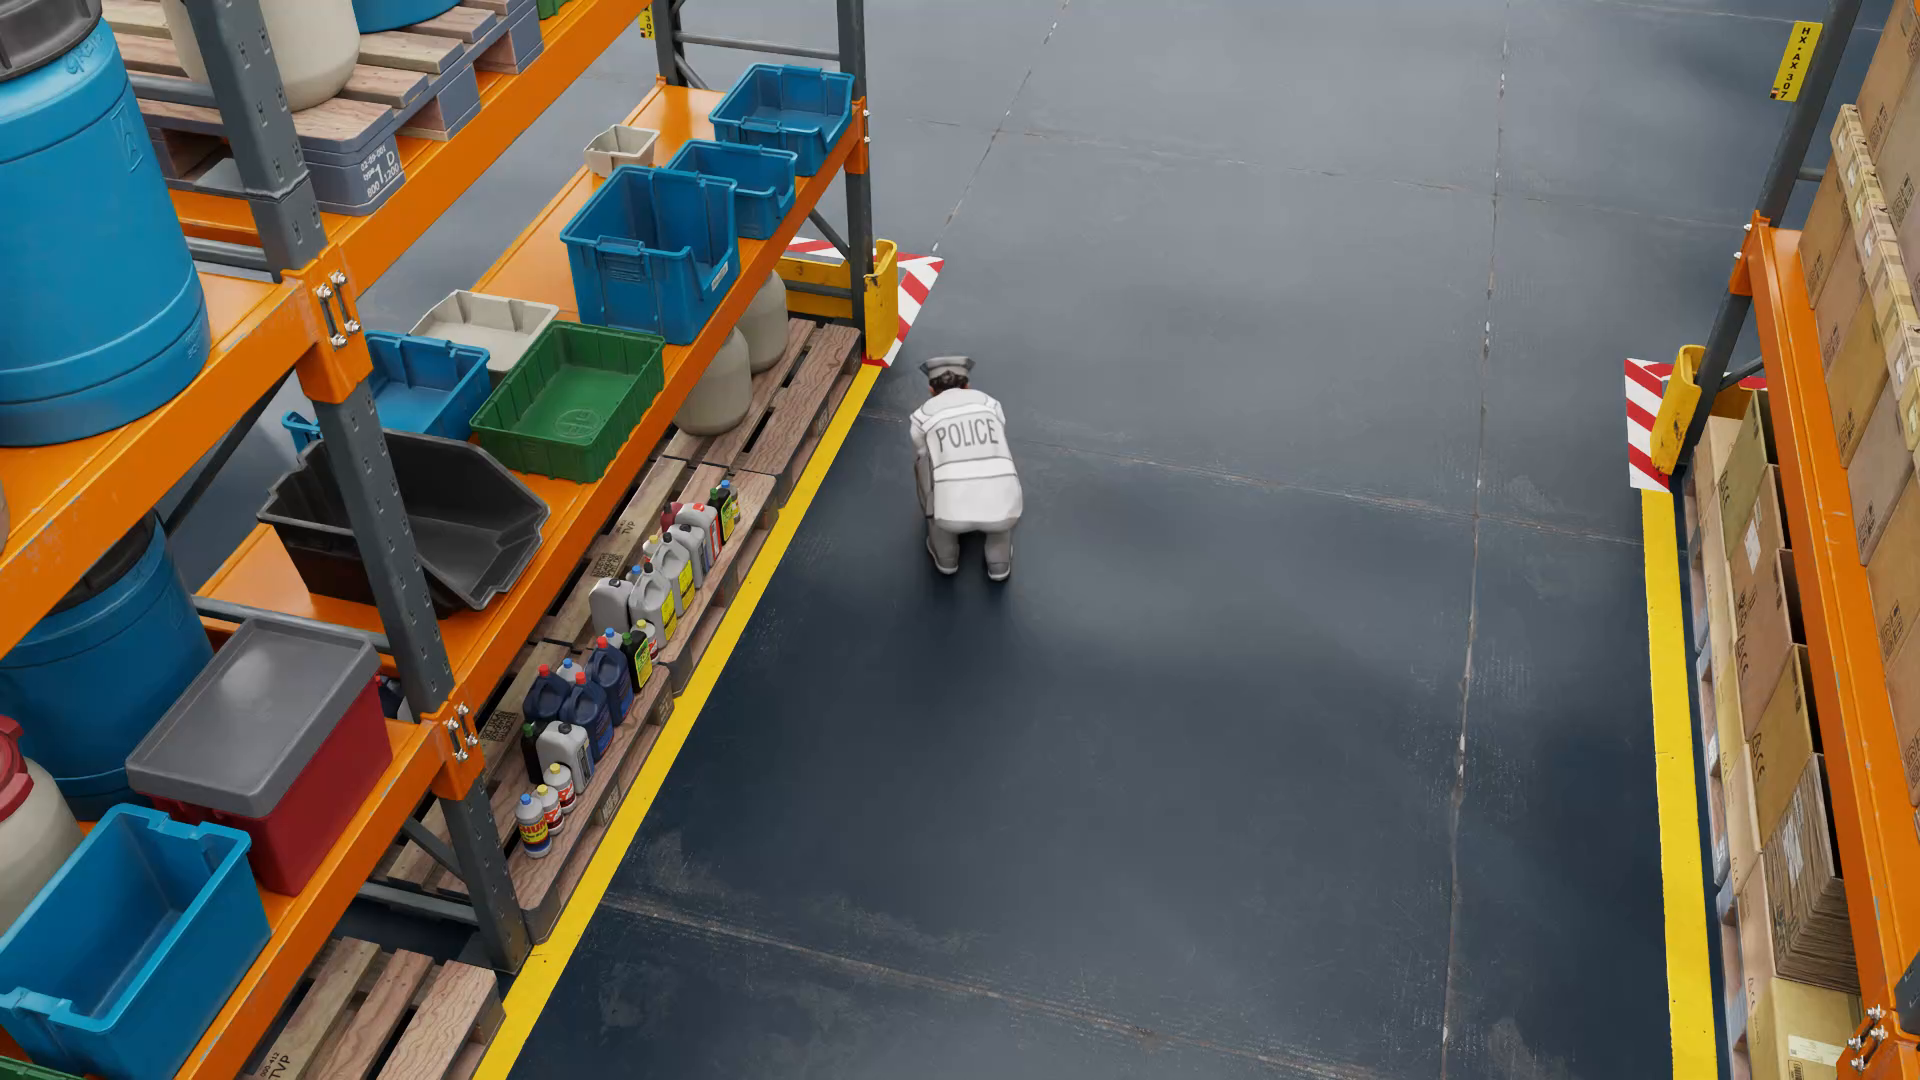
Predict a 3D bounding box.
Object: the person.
[{"bbox_3d":[0.025,-0.289,7.195,0.461,0.811,0.908,-3,41,-3],"label":"person"}]
